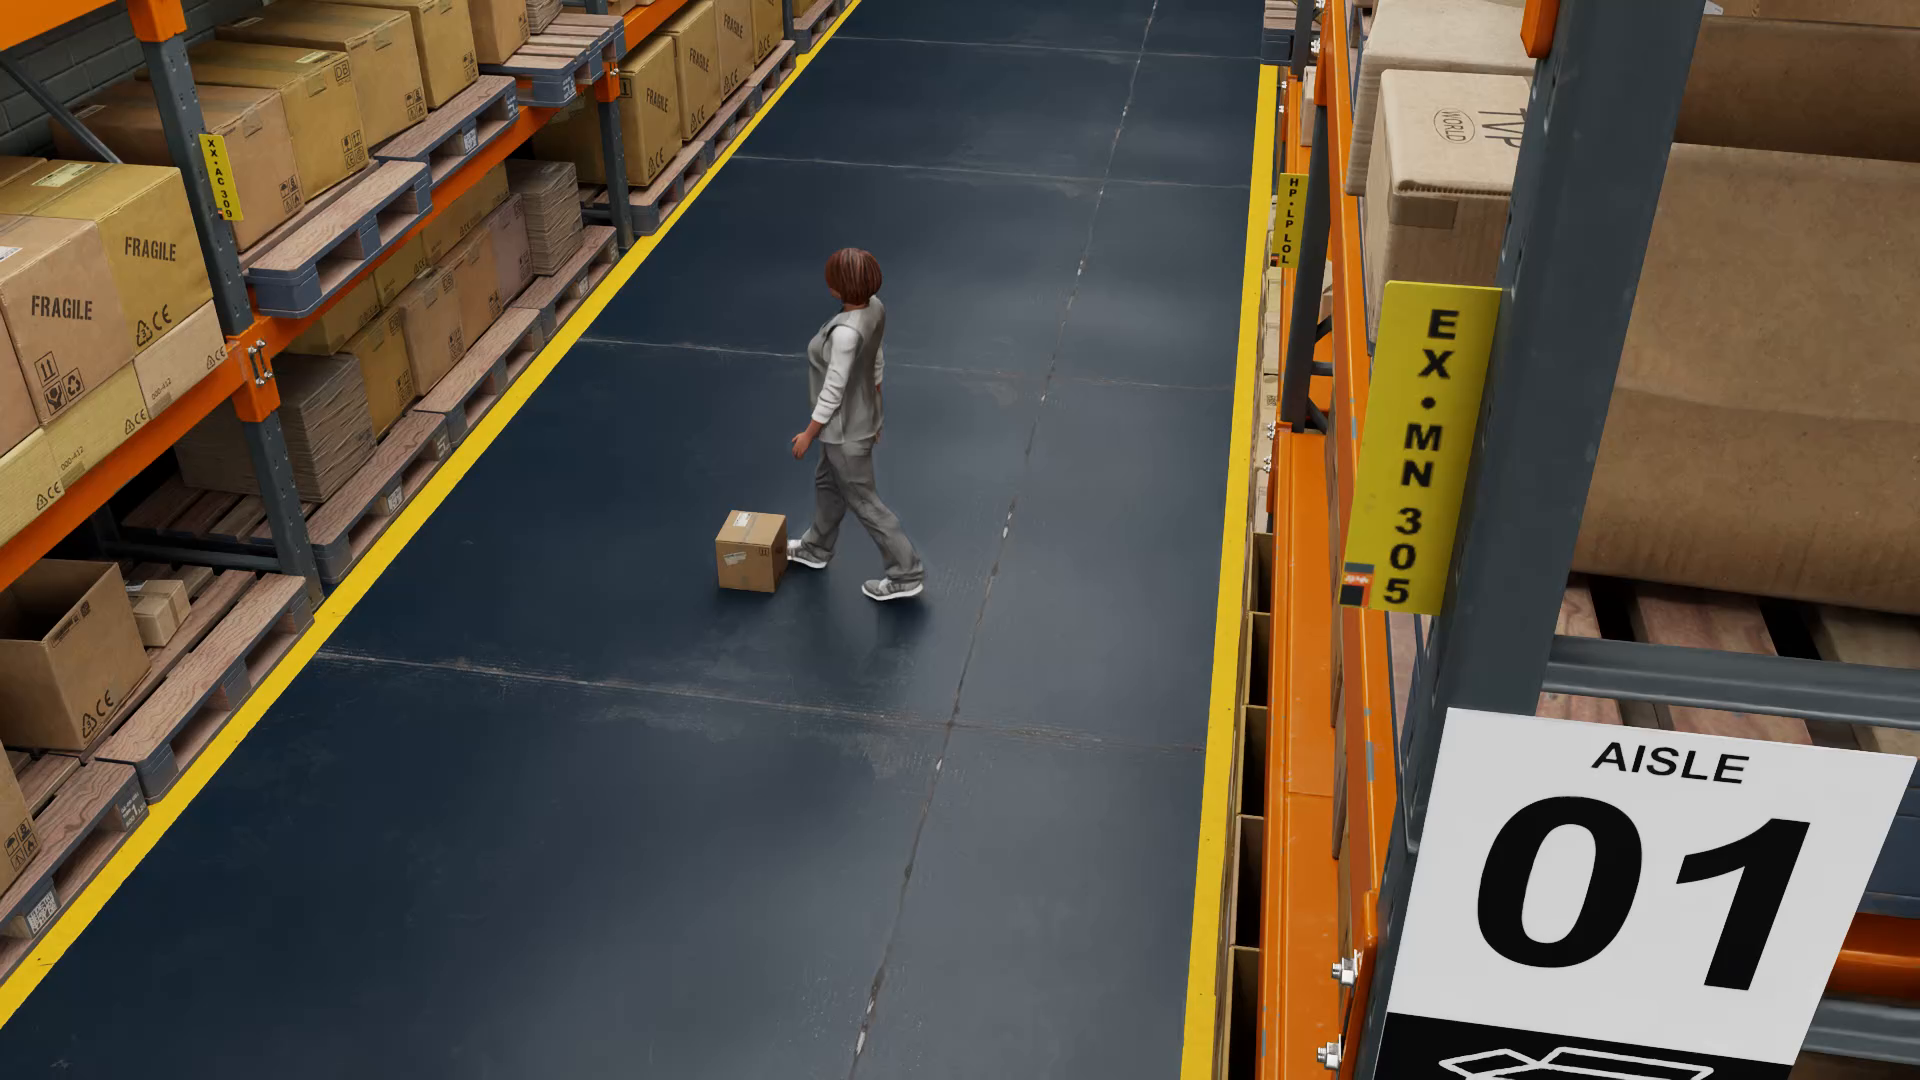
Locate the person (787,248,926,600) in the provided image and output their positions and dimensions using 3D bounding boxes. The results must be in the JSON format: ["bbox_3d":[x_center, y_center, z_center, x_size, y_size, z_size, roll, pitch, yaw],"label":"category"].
[{"bbox_3d":[-0.507,-0.474,6.894,0.748,1.577,0.417,6,33,8],"label":"person"}]
